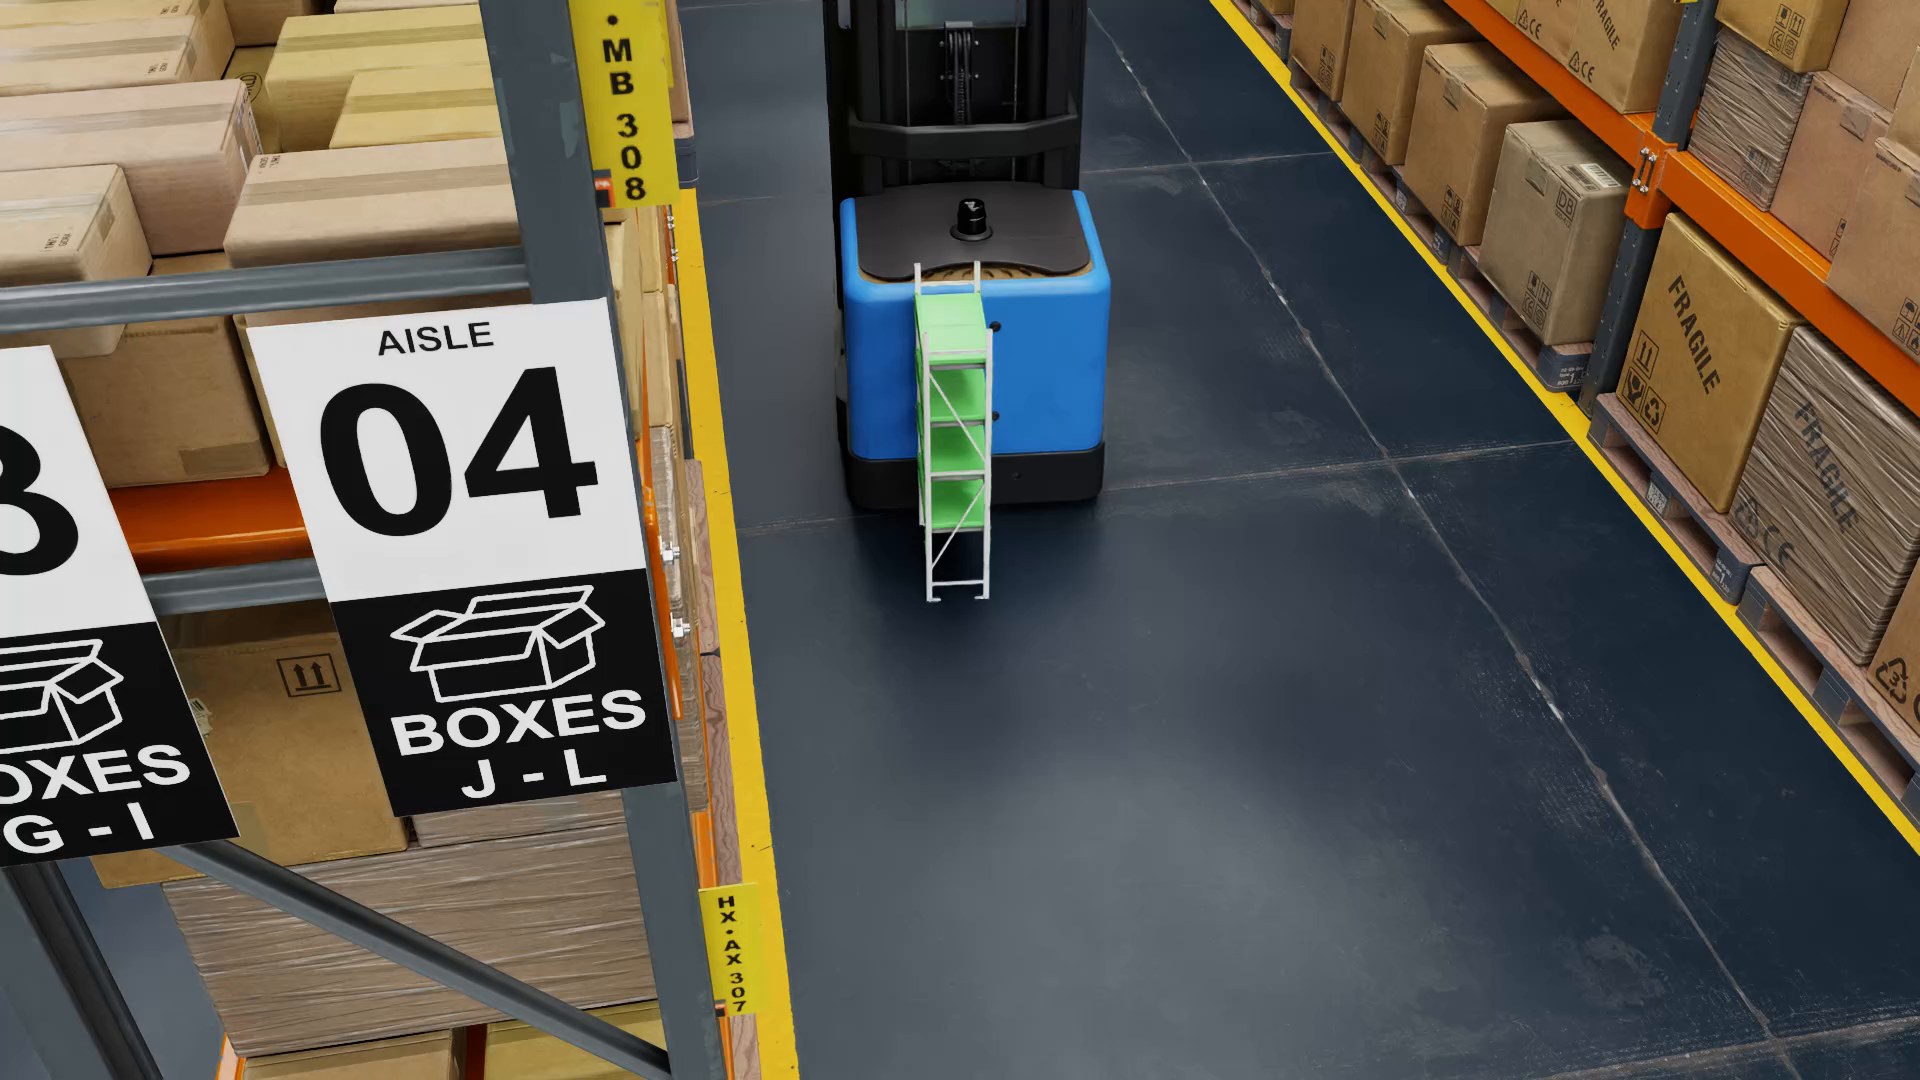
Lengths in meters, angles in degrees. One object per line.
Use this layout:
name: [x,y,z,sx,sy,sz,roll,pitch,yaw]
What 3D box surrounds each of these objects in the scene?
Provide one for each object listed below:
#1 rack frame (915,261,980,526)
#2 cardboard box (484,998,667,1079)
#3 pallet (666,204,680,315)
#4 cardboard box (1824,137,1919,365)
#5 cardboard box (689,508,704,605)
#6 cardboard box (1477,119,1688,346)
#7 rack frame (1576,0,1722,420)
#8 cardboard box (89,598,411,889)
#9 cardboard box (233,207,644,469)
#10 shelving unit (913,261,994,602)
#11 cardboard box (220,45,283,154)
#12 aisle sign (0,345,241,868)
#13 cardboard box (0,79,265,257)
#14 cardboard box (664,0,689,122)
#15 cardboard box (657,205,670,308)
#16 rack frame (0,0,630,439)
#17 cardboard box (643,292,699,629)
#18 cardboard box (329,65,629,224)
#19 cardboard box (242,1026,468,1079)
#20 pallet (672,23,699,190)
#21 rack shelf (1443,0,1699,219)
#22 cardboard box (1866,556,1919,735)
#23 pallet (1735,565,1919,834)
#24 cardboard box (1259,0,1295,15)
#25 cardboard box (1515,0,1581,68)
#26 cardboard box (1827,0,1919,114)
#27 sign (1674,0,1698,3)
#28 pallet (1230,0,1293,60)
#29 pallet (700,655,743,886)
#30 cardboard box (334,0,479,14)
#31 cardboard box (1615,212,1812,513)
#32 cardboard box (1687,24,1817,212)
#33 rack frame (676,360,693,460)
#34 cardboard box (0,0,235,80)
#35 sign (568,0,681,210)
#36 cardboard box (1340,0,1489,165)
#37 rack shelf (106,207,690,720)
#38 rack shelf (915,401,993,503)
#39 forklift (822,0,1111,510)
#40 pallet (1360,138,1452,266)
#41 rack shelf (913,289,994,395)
rack frame: [-0.046,-0.542,6.469,0.240,1.200,0.015,-3,38,-4]
cardboard box: [-0.720,0.978,3.250,0.380,0.149,0.250,-6,38,-8]
pallet: [-1.961,-1.446,8.440,1.003,0.211,1.213,-6,38,-8]
cardboard box: [3.469,-0.981,5.445,0.875,0.550,0.550,-6,38,-8]
cardboard box: [-0.887,0.062,4.430,0.380,0.149,0.250,-6,38,-8]
cardboard box: [3.098,-1.454,7.668,1.050,0.750,0.750,-6,38,-8]
rack frame: [3.295,-1.811,6.637,1.000,3.000,0.127,-6,38,-8]
cardboard box: [-1.244,0.220,2.883,0.500,0.500,0.500,-6,38,-8]
cardboard box: [-0.735,-0.367,2.455,0.500,0.250,0.500,-5,38,-7]
shelving unit: [-0.027,-0.392,6.277,0.258,1.200,0.503,-3,38,-4]
cardboard box: [-1.330,-0.613,2.772,0.500,0.250,0.500,-6,38,-8]
aisle sign: [-1.189,0.120,2.032,0.394,0.787,0.004,-6,38,-8]
cardboard box: [-1.191,-0.510,2.314,0.380,0.149,0.250,-7,38,-9]
cardboard box: [-1.607,-2.237,6.353,1.000,1.000,1.000,-6,38,-8]
cardboard box: [-0.996,-0.742,4.122,0.500,0.500,0.500,-6,38,-8]
rack frame: [-0.905,-1.292,1.078,1.000,3.000,0.127,-6,38,-8]
cardboard box: [-0.813,-0.139,3.345,0.500,0.500,0.500,-6,38,-8]
cardboard box: [-0.675,-0.564,2.383,0.380,0.149,0.250,-5,38,-7]
cardboard box: [-1.158,1.026,3.189,0.380,0.149,0.250,-6,38,-8]
pallet: [-1.597,-1.741,6.702,1.003,0.211,1.213,-6,38,-8]
rack shelf: [2.944,-2.735,8.412,1.077,0.370,4.000,-6,38,-8]
cardboard box: [3.656,0.344,5.252,0.875,0.875,0.875,-7,38,-9]
pallet: [3.569,0.496,5.940,1.003,0.211,1.213,-6,38,-8]
cardboard box: [2.221,-3.776,10.860,0.500,0.500,0.500,-6,38,-8]
cardboard box: [2.852,-2.443,7.368,0.500,0.500,0.500,-7,38,-8]
cardboard box: [3.537,-1.751,5.556,0.875,0.550,0.550,-6,38,-8]
sign: [2.763,-2.173,6.223,0.100,0.325,0.005,-6,38,-8]
pallet: [2.458,-3.598,11.210,1.003,0.211,1.213,-6,38,-8]
pallet: [-1.236,0.902,5.416,1.003,0.211,1.213,-6,38,-8]
cardboard box: [-0.819,-0.875,2.784,0.380,0.149,0.250,-5,38,-6]
cardboard box: [3.336,-0.751,6.661,0.875,0.875,0.875,-6,38,-7]
cardboard box: [3.372,-1.649,6.306,0.875,0.550,0.550,-6,38,-8]
rack frame: [-1.606,-1.339,6.029,1.000,3.000,0.127,-6,38,-8]
cardboard box: [-1.414,-0.812,2.703,0.380,0.149,0.250,-6,38,-8]
sign: [-0.370,-0.511,1.806,0.100,0.325,0.005,-6,38,-8]
cardboard box: [2.769,-2.600,9.143,1.050,0.750,0.750,-6,38,-7]
rack shelf: [-1.255,-1.031,3.774,1.077,0.370,4.000,-6,38,-8]
rack shelf: [-0.027,-0.342,6.316,0.258,0.148,0.480,-3,38,-4]
forklift: [-0.041,-2.171,7.155,1.130,2.935,3.031,-3,38,-4]
pallet: [2.868,-1.907,9.032,1.003,0.211,1.213,-6,38,-8]
rack shelf: [-0.027,-0.721,6.022,0.258,0.148,0.480,-3,38,-4]
